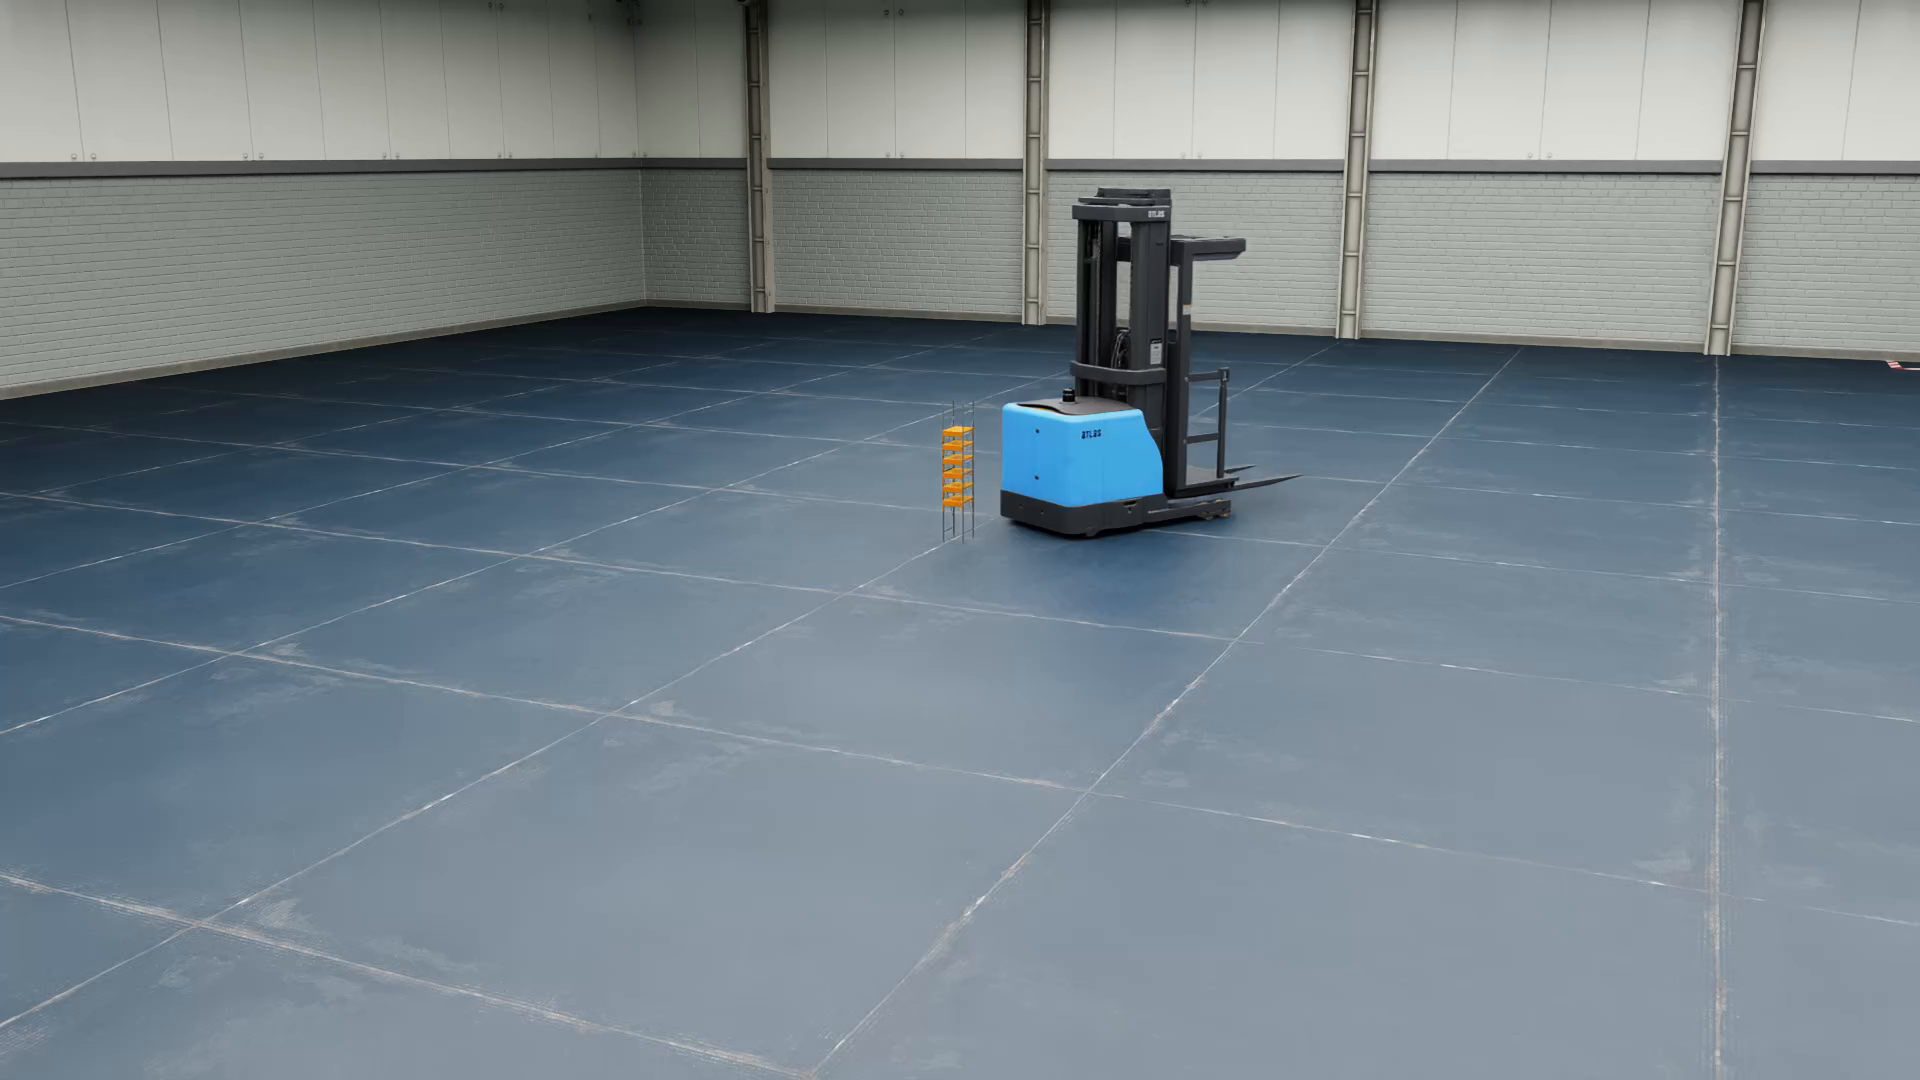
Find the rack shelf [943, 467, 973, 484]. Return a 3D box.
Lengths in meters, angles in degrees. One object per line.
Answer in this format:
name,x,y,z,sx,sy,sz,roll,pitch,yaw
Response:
rack shelf,-0.013,-0.542,14.134,0.180,0.103,0.258,6,14,23

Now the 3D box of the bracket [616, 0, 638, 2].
bracket,-6.753,-11.027,33.671,0.430,0.232,0.235,6,14,23

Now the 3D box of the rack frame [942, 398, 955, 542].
rack frame,-0.097,-0.594,14.160,0.006,1.200,0.240,6,14,23

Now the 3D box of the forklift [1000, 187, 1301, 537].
forklift,1.854,-1.693,15.056,3.031,2.935,1.130,-9,16,-35

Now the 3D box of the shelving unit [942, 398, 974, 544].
shelving unit,-0.013,-0.585,14.123,0.189,1.200,0.258,6,14,23

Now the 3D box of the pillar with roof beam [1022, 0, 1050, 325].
pillar with roof beam,-0.321,-7.637,27.102,0.400,9.000,9.100,6,14,23

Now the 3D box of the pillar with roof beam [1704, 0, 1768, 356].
pillar with roof beam,10.651,-6.526,22.370,0.400,9.000,9.100,6,14,23

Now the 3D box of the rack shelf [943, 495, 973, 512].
rack shelf,-0.013,-0.309,14.188,0.180,0.103,0.258,6,14,23

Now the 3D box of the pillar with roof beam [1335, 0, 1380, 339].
pillar with roof beam,5.165,-7.082,24.736,0.400,9.000,9.100,6,14,23

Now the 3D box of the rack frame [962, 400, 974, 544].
rack frame,0.070,-0.577,14.087,0.006,1.200,0.240,6,14,23

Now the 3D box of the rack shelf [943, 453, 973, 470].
rack shelf,-0.013,-0.659,14.106,0.180,0.103,0.258,6,14,23

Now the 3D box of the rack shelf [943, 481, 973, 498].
rack shelf,-0.013,-0.425,14.161,0.180,0.103,0.258,6,14,23

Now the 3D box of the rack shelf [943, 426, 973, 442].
rack shelf,-0.013,-0.893,14.051,0.180,0.103,0.258,6,14,23

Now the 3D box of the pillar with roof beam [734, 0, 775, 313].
pillar with roof beam,-5.806,-8.192,29.468,0.548,9.000,9.100,6,14,23

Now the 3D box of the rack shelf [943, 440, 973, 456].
rack shelf,-0.013,-0.776,14.079,0.180,0.103,0.258,6,14,23
